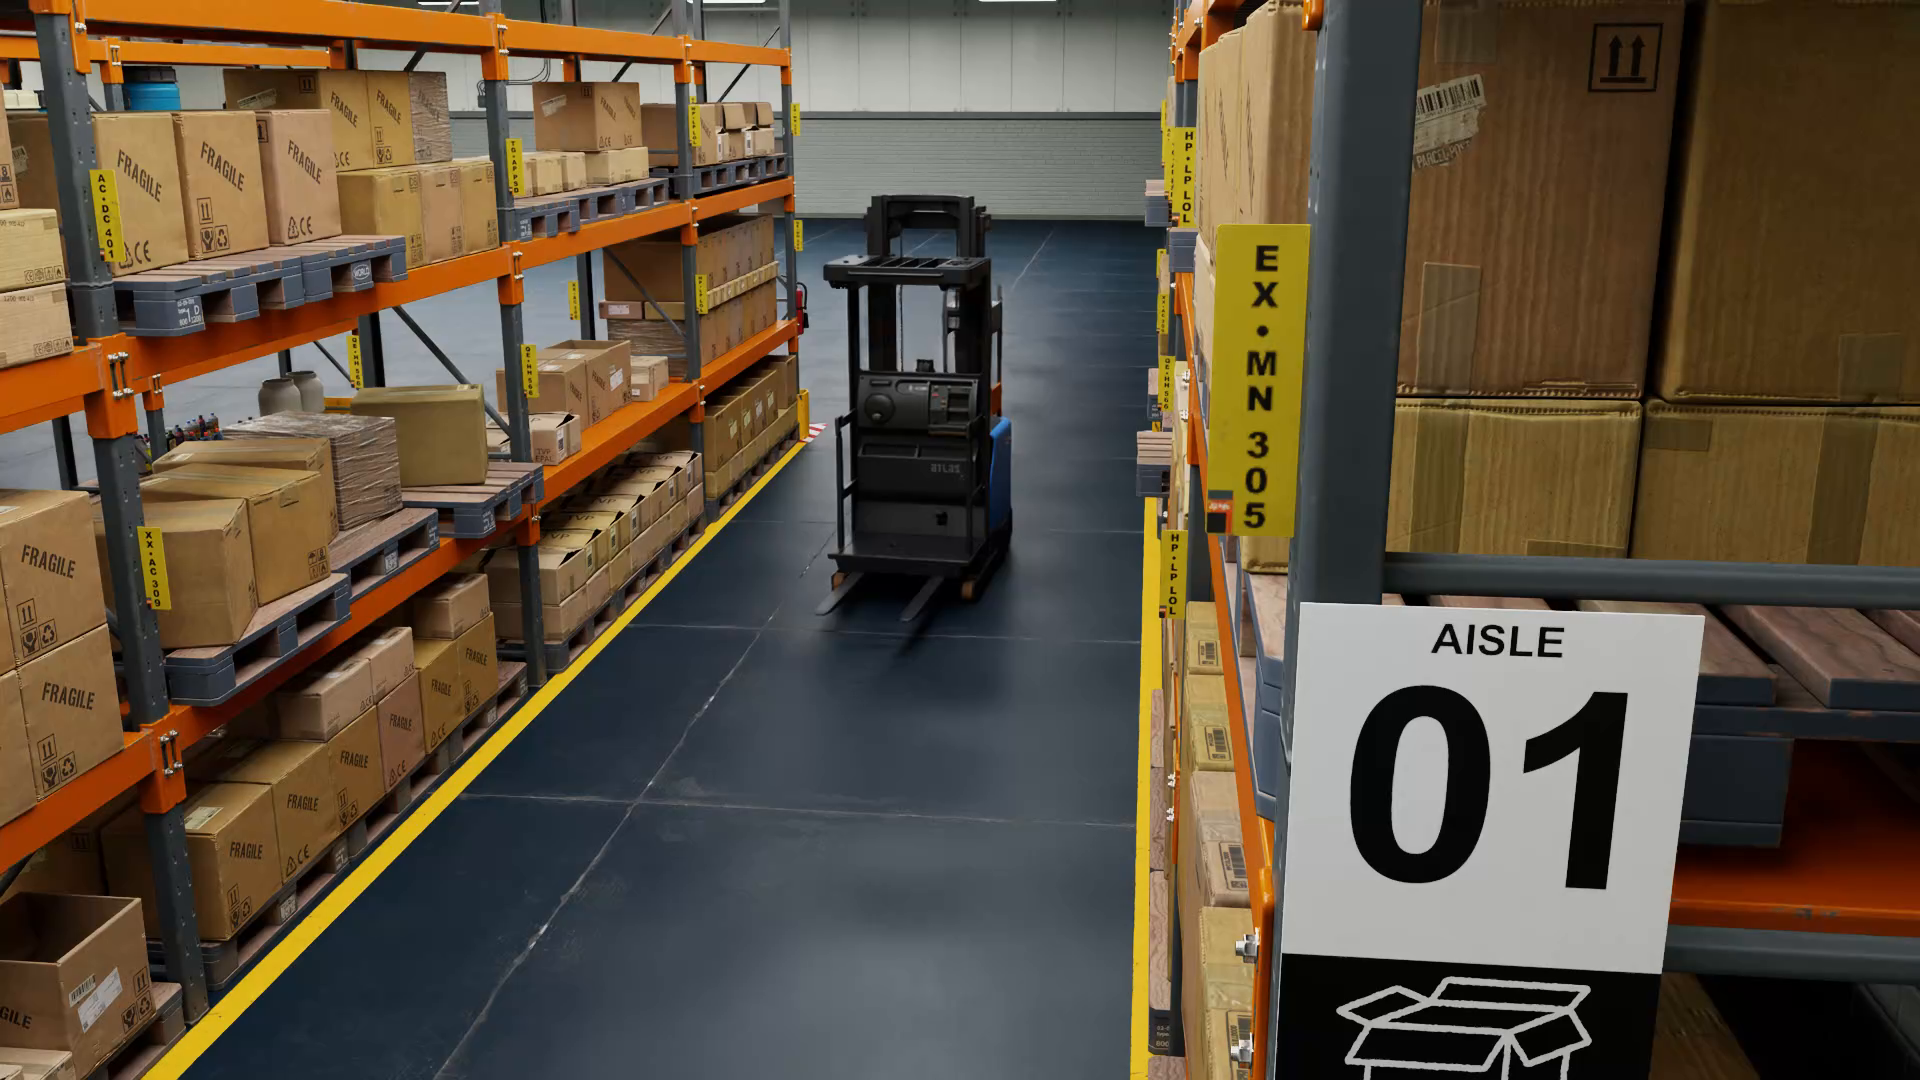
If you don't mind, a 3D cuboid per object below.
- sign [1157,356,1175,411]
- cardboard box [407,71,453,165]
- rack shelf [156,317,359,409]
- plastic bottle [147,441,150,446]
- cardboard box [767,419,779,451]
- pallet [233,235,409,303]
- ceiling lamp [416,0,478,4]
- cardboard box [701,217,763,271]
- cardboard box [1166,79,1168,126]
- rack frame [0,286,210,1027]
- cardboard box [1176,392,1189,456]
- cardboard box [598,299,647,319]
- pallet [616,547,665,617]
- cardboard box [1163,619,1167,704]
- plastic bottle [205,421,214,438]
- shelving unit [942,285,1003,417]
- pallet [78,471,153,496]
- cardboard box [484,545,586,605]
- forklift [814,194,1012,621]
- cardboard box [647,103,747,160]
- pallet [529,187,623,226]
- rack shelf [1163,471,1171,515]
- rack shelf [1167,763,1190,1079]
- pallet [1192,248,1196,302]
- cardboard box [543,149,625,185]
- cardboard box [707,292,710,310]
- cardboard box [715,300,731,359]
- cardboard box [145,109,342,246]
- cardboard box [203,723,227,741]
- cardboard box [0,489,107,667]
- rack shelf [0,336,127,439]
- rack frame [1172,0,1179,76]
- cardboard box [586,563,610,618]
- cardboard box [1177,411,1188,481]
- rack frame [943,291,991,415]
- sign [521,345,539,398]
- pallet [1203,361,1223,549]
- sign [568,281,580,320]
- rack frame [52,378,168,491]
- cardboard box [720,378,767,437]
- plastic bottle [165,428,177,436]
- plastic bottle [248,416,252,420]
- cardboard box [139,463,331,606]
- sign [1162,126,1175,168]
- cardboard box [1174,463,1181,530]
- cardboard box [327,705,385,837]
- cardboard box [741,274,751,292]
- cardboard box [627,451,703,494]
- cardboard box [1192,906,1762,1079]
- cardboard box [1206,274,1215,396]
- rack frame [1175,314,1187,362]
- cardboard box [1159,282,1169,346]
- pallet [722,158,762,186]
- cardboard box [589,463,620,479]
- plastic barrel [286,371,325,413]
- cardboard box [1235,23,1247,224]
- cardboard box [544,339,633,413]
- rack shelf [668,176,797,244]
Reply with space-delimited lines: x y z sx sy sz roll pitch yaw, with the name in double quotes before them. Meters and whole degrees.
"sign" 1.211 -0.914 9.730 0.100 0.325 0.005 2 15 6
"cardboard box" -3.227 -2.391 9.404 0.500 0.500 0.500 2 15 6
"rack shelf" -7.416 -1.881 16.748 1.077 0.370 4.000 2 15 6
"plastic bottle" -7.683 -0.834 15.876 0.152 0.276 0.135 2 15 6
"cardboard box" -2.135 -1.068 16.827 0.500 0.250 0.500 2 15 6
"pallet" -3.366 -1.281 7.766 1.213 0.211 1.003 2 15 6
"ceiling lamp" -12.853 -15.310 42.361 2.000 3.185 0.800 2 15 6
"cardboard box" -2.394 -3.003 16.845 0.700 0.500 0.500 1 15 5
"cardboard box" 2.262 -4.222 16.137 0.500 0.500 0.500 2 15 6
"rack frame" -3.623 0.513 6.520 1.000 3.000 0.127 2 15 6
"cardboard box" 1.331 -0.564 8.265 0.500 0.250 0.500 2 15 7
"cardboard box" -2.902 -2.000 14.380 0.380 0.149 0.250 2 15 6
"pallet" -2.900 0.293 12.673 1.003 0.211 1.213 2 15 6
"cardboard box" 1.538 0.642 9.355 0.750 0.750 0.750 1 15 6
"plastic bottle" -7.716 -1.120 17.076 0.097 0.201 0.097 0 15 0
"shelving unit" 0.110 -1.106 14.228 0.431 2.100 0.503 3 15 11
"pallet" -7.524 -0.536 15.740 1.003 0.211 1.213 2 15 6
"cardboard box" -2.821 0.202 11.058 0.500 0.311 0.500 2 15 8
"forklift" -0.362 -1.058 12.459 1.130 2.935 3.031 3 15 11
"cardboard box" -2.409 -3.754 15.281 0.797 0.503 0.637 3 16 12
"pallet" -3.060 -2.350 11.723 1.003 0.211 1.213 2 15 9
"rack shelf" 1.977 -0.551 11.833 1.077 0.370 4.000 2 15 6
"rack shelf" 1.074 1.524 4.159 1.077 0.370 4.000 2 15 6
"pallet" 1.608 -1.278 7.757 1.003 0.211 1.213 2 15 9
"cardboard box" -2.858 -2.839 12.649 0.500 0.250 0.500 0 15 1
"cardboard box" -2.442 -2.120 14.821 0.380 0.149 0.250 1 15 5
"cardboard box" -2.563 -1.993 15.594 0.700 0.500 0.500 2 15 7
"cardboard box" -3.345 -1.709 7.802 0.600 0.600 0.600 1 15 4
"cardboard box" -3.731 1.112 8.247 0.500 0.500 0.500 2 15 7
"cardboard box" -3.423 0.120 5.863 0.500 0.500 0.500 2 15 7
"rack shelf" -3.848 -0.069 4.304 1.077 0.370 4.000 2 15 6
"rack frame" 2.654 -5.351 16.711 1.000 3.000 0.127 2 15 6
"cardboard box" -2.765 0.342 11.613 0.500 0.250 0.500 1 15 5
"cardboard box" 1.280 -0.431 7.775 0.500 0.250 0.500 1 15 5
"rack frame" 0.060 -1.043 13.997 0.400 2.100 0.015 3 15 11
"sign" -2.631 -1.032 10.166 0.100 0.325 0.005 2 15 6
"pallet" 1.057 -0.220 3.653 1.003 0.211 1.213 2 15 6
"sign" -3.272 -2.034 14.129 0.100 0.325 0.005 2 15 6
"rack frame" -7.641 -1.709 14.736 1.000 3.000 0.127 2 15 6
"cardboard box" -2.190 -1.300 16.249 0.500 0.500 0.500 2 15 6
"plastic bottle" -7.775 -0.958 16.333 0.152 0.276 0.135 2 15 7
"plastic bottle" -7.048 -1.047 16.521 0.144 0.351 0.185 2 15 9
"cardboard box" -3.333 -0.035 7.548 0.700 0.500 0.500 4 16 15
"sign" 1.662 -3.129 13.250 0.100 0.325 0.005 2 15 6
"cardboard box" 1.265 -0.063 7.850 0.500 0.500 0.500 2 15 8
"cardboard box" -3.213 1.121 8.217 0.500 0.500 0.500 2 15 7
"cardboard box" -2.267 -2.521 16.303 0.380 0.149 0.250 2 15 8
"cardboard box" -2.481 -0.595 14.004 0.500 0.311 0.500 2 15 6
"cardboard box" 0.967 1.229 3.297 0.980 0.700 0.700 2 15 6
"cardboard box" 0.779 -0.400 3.438 0.500 0.250 0.500 1 15 5
"rack frame" 1.751 -0.380 9.820 1.000 3.000 0.127 2 15 6
"cardboard box" 1.999 -1.978 14.543 0.500 0.500 0.500 2 15 6
"pallet" -2.509 -3.505 15.801 1.003 0.211 1.213 2 15 6
"cardboard box" -3.076 -0.479 13.575 0.500 0.311 0.500 2 15 6
"plastic barrel" -7.188 -1.575 18.203 0.421 0.512 0.421 0 15 0
"cardboard box" 0.727 -0.621 2.820 0.500 0.500 0.500 2 15 8
"cardboard box" -2.882 -1.275 12.940 0.500 0.500 0.500 3 15 10
"rack shelf" -2.494 -3.182 15.814 1.077 0.370 4.000 2 15 6
